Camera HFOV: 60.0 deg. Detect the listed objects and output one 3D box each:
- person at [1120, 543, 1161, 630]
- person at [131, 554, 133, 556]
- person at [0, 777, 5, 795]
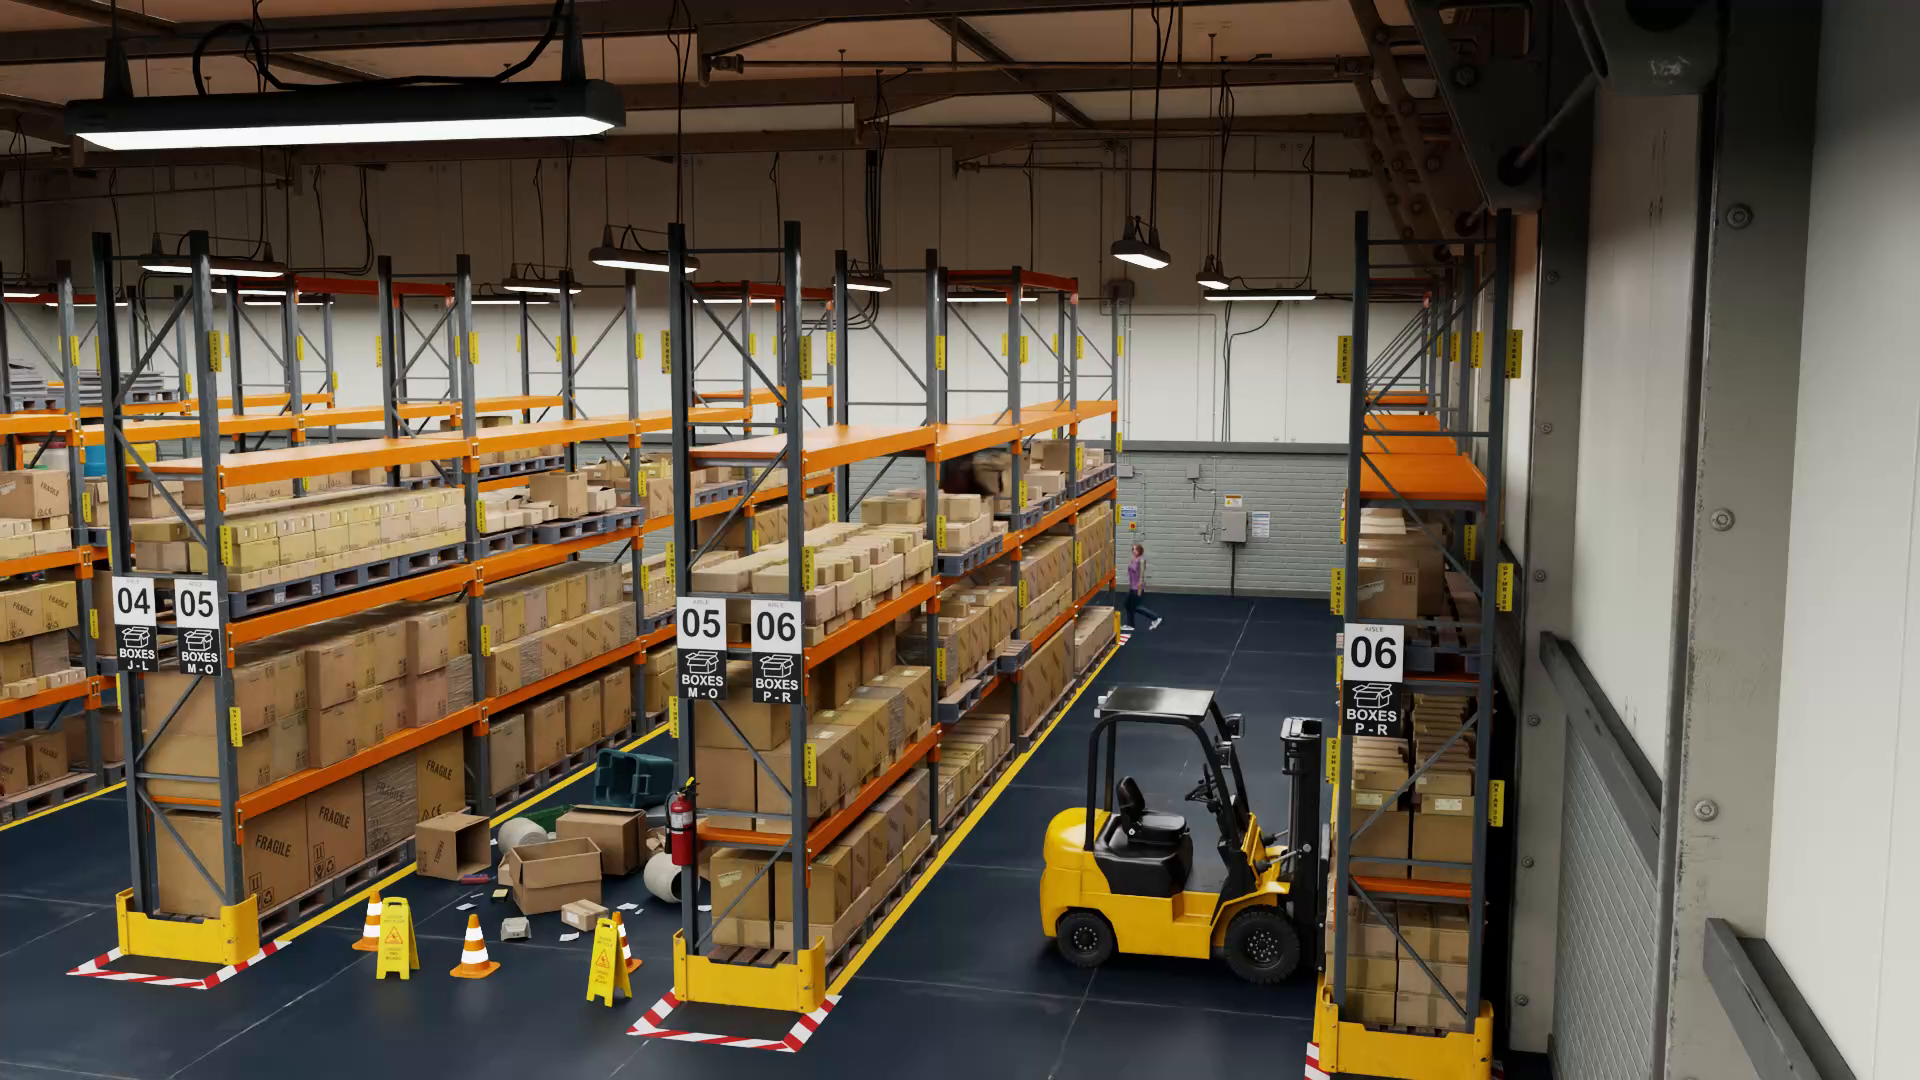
[{"bbox_3d":[3.165,0.828,29.146,0.756,1.547,0.417,1,7,10],"label":"person"},{"bbox_3d":[-14.295,0.798,28.846,0.572,1.831,0.496,-2,7,-17],"label":"person"},{"bbox_3d":[-9.506,2.397,16.033,0.410,1.837,0.619,4,8,32],"label":"person"}]
